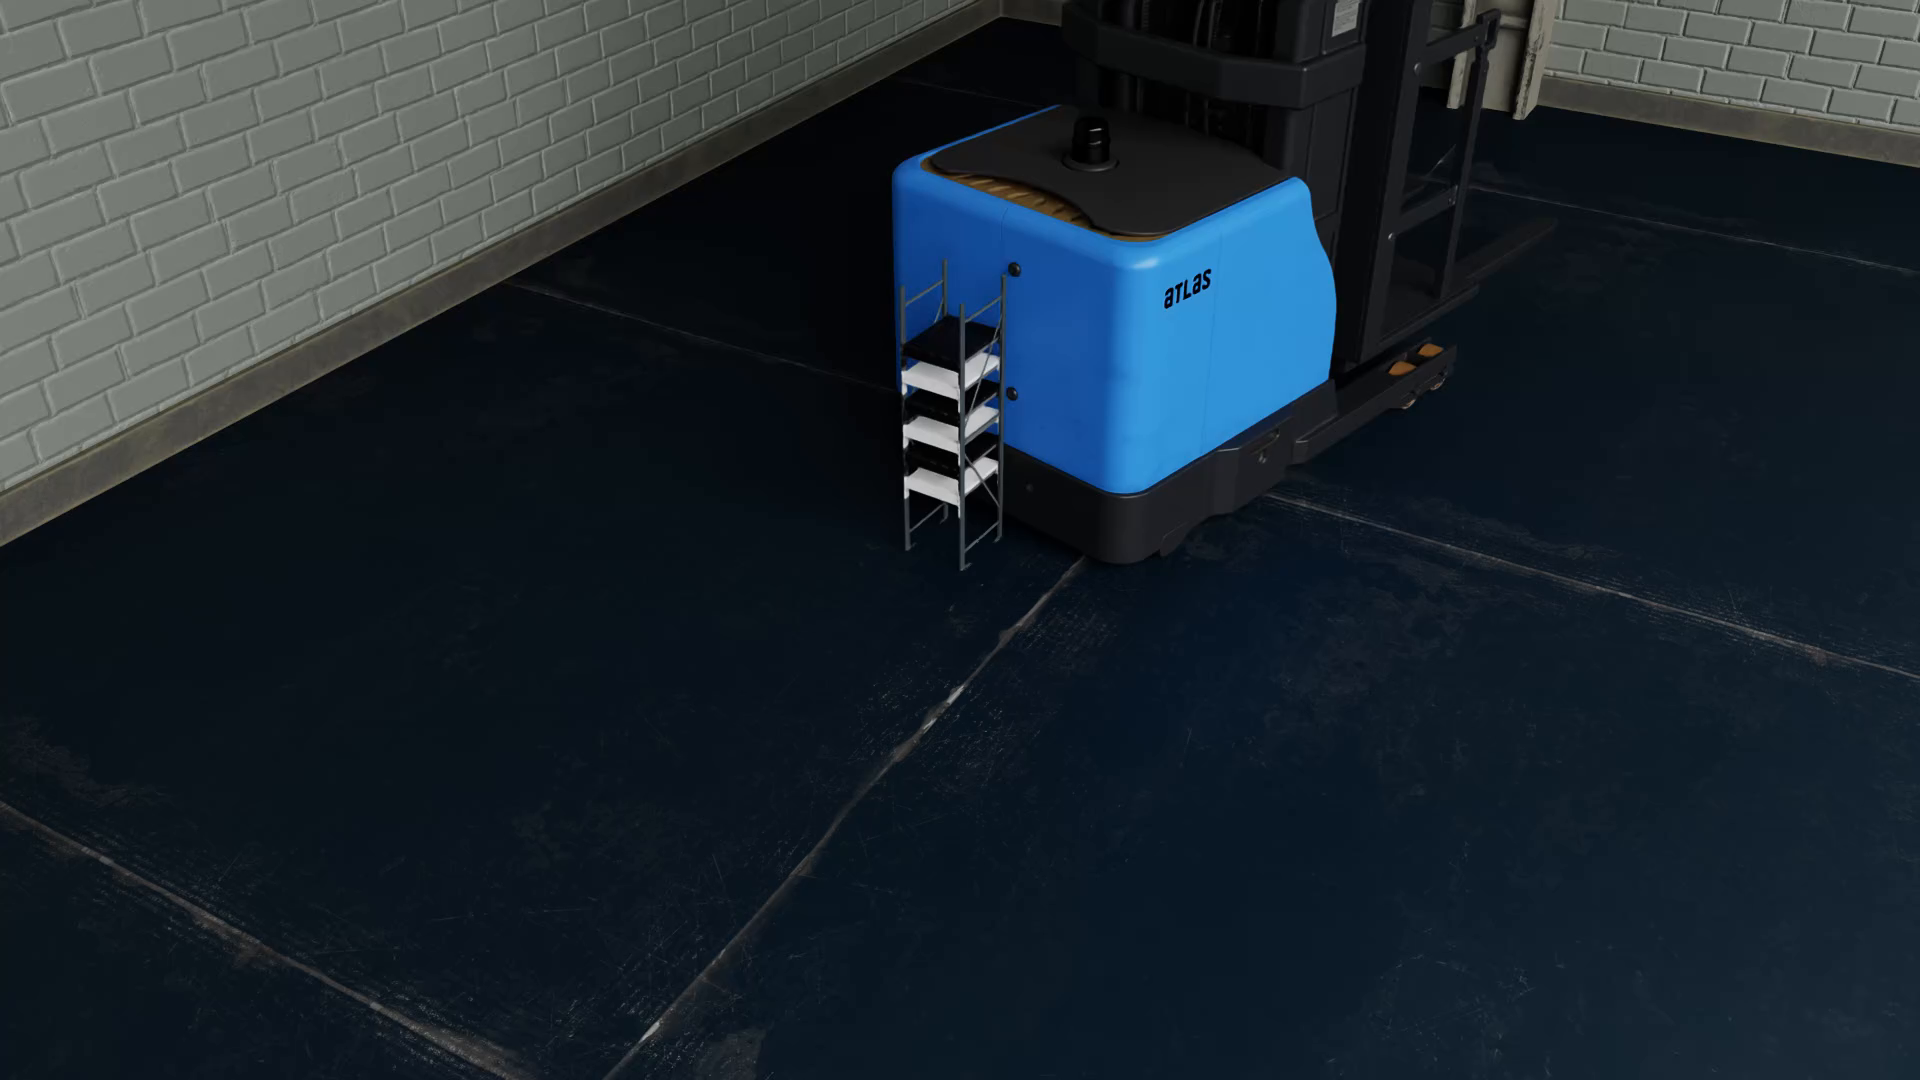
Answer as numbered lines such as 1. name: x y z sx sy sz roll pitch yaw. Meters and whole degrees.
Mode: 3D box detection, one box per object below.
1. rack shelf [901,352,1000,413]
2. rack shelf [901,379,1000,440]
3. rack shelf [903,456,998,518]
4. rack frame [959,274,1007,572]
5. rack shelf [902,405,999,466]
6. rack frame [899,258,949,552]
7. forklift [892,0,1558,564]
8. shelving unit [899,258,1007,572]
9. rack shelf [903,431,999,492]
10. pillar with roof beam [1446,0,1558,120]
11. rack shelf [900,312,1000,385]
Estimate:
1. rack shelf: -0.019 -0.486 4.903 0.200 0.077 0.258 20 38 27
2. rack shelf: -0.019 -0.411 4.953 0.200 0.077 0.258 20 38 27
3. rack shelf: -0.019 -0.186 5.102 0.200 0.077 0.258 20 38 27
4. rack frame: 0.066 -0.333 4.938 0.006 0.900 0.240 20 38 27
5. rack shelf: -0.019 -0.336 5.003 0.200 0.077 0.258 20 38 27
6. rack frame: -0.104 -0.394 5.030 0.006 0.900 0.240 20 38 27
7. forklift: 1.162 -1.867 5.410 1.130 2.935 3.031 28 43 35
8. shelving unit: -0.019 -0.364 4.984 0.210 0.900 0.258 20 38 27
9. rack shelf: -0.019 -0.261 5.052 0.200 0.077 0.258 20 38 27
10. pillar with roof beam: 0.630 -3.937 3.043 0.400 9.000 9.100 18 37 24
11. rack shelf: -0.019 -0.561 4.853 0.200 0.077 0.258 20 38 27
